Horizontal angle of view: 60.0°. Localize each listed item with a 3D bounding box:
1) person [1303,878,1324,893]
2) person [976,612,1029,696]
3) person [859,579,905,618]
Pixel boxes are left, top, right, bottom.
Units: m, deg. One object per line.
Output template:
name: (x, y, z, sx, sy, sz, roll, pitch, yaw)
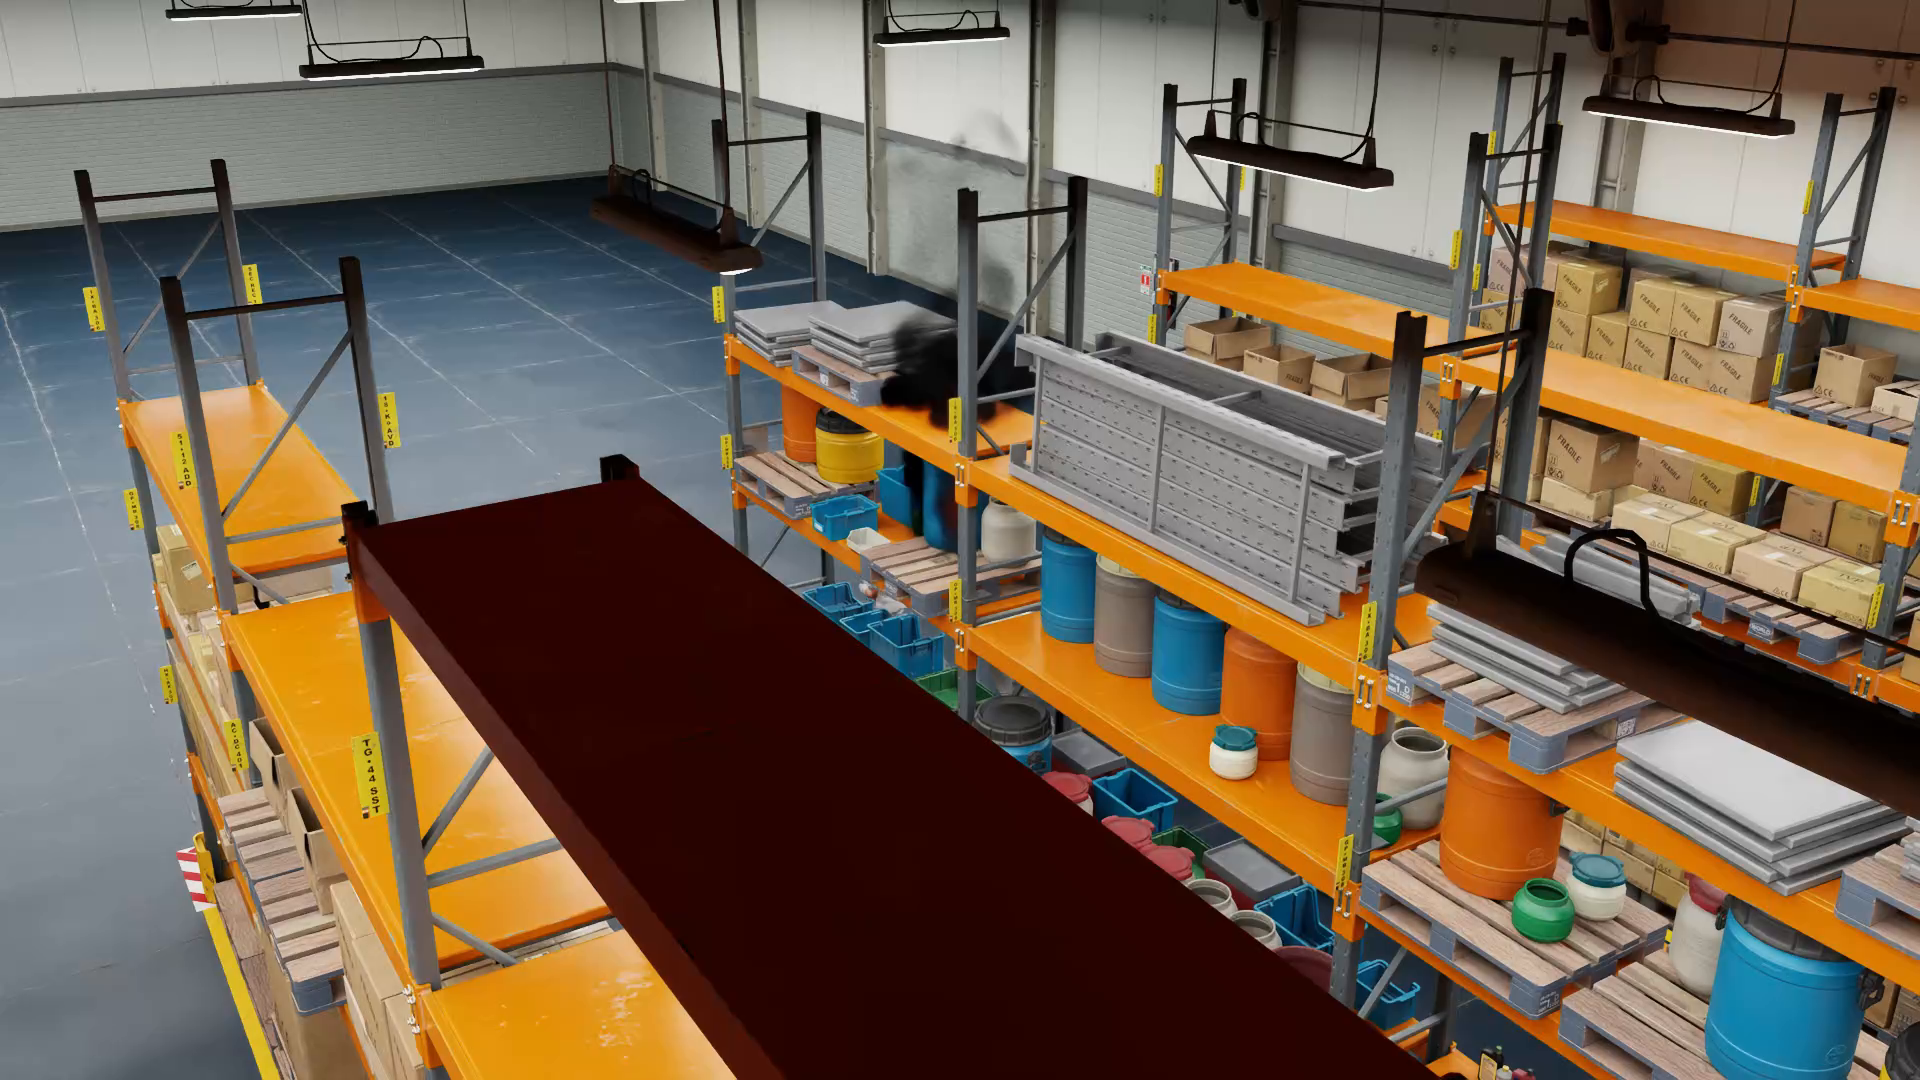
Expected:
person: (2.972, 2.160, 13.805, 0.625, 1.663, 0.490, -16, 27, -34)
person: (0.385, 1.117, 16.431, 0.557, 1.731, 0.733, -12, 25, -27)
person: (-0.700, 0.734, 17.244, 0.794, 1.838, 0.677, 11, 25, 26)
